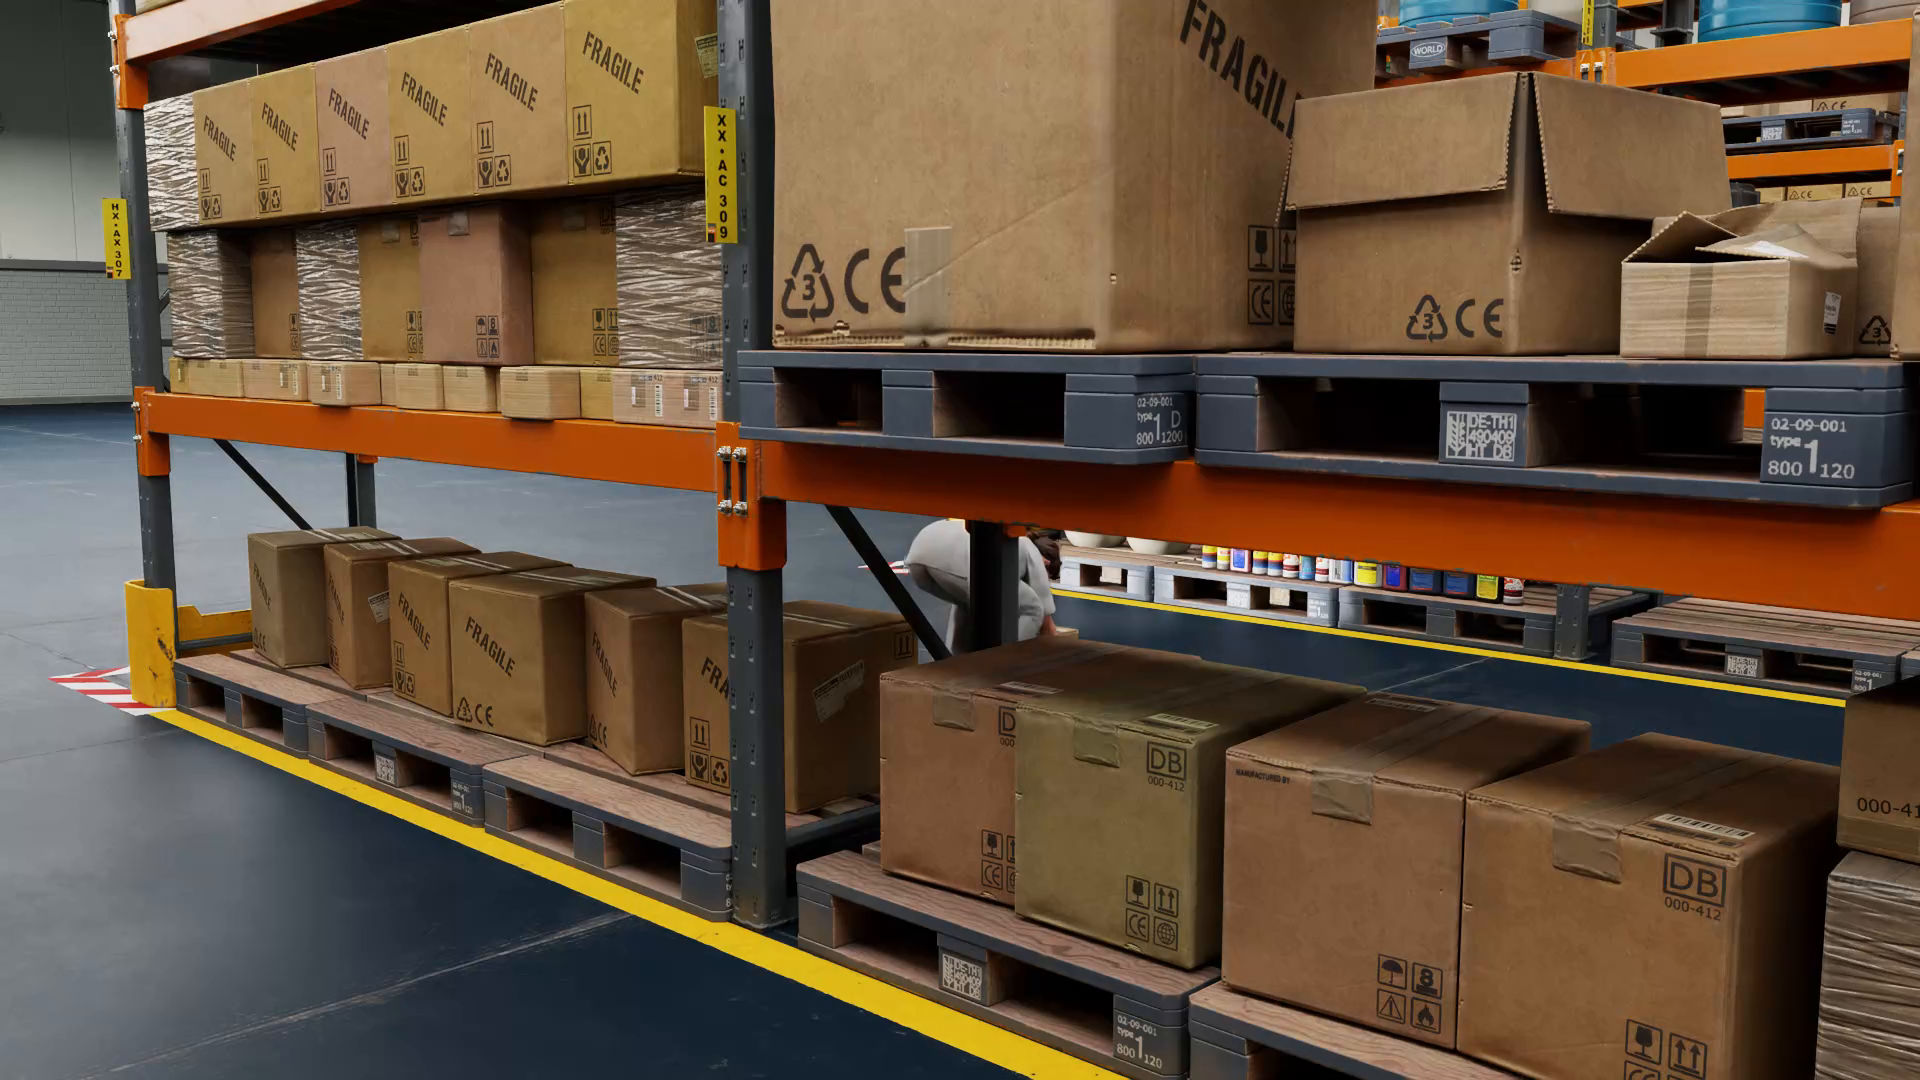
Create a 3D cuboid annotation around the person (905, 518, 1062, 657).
[{"bbox_3d":[0.140,0.294,7.077,0.461,0.808,0.863,6,9,41],"label":"person"}]
